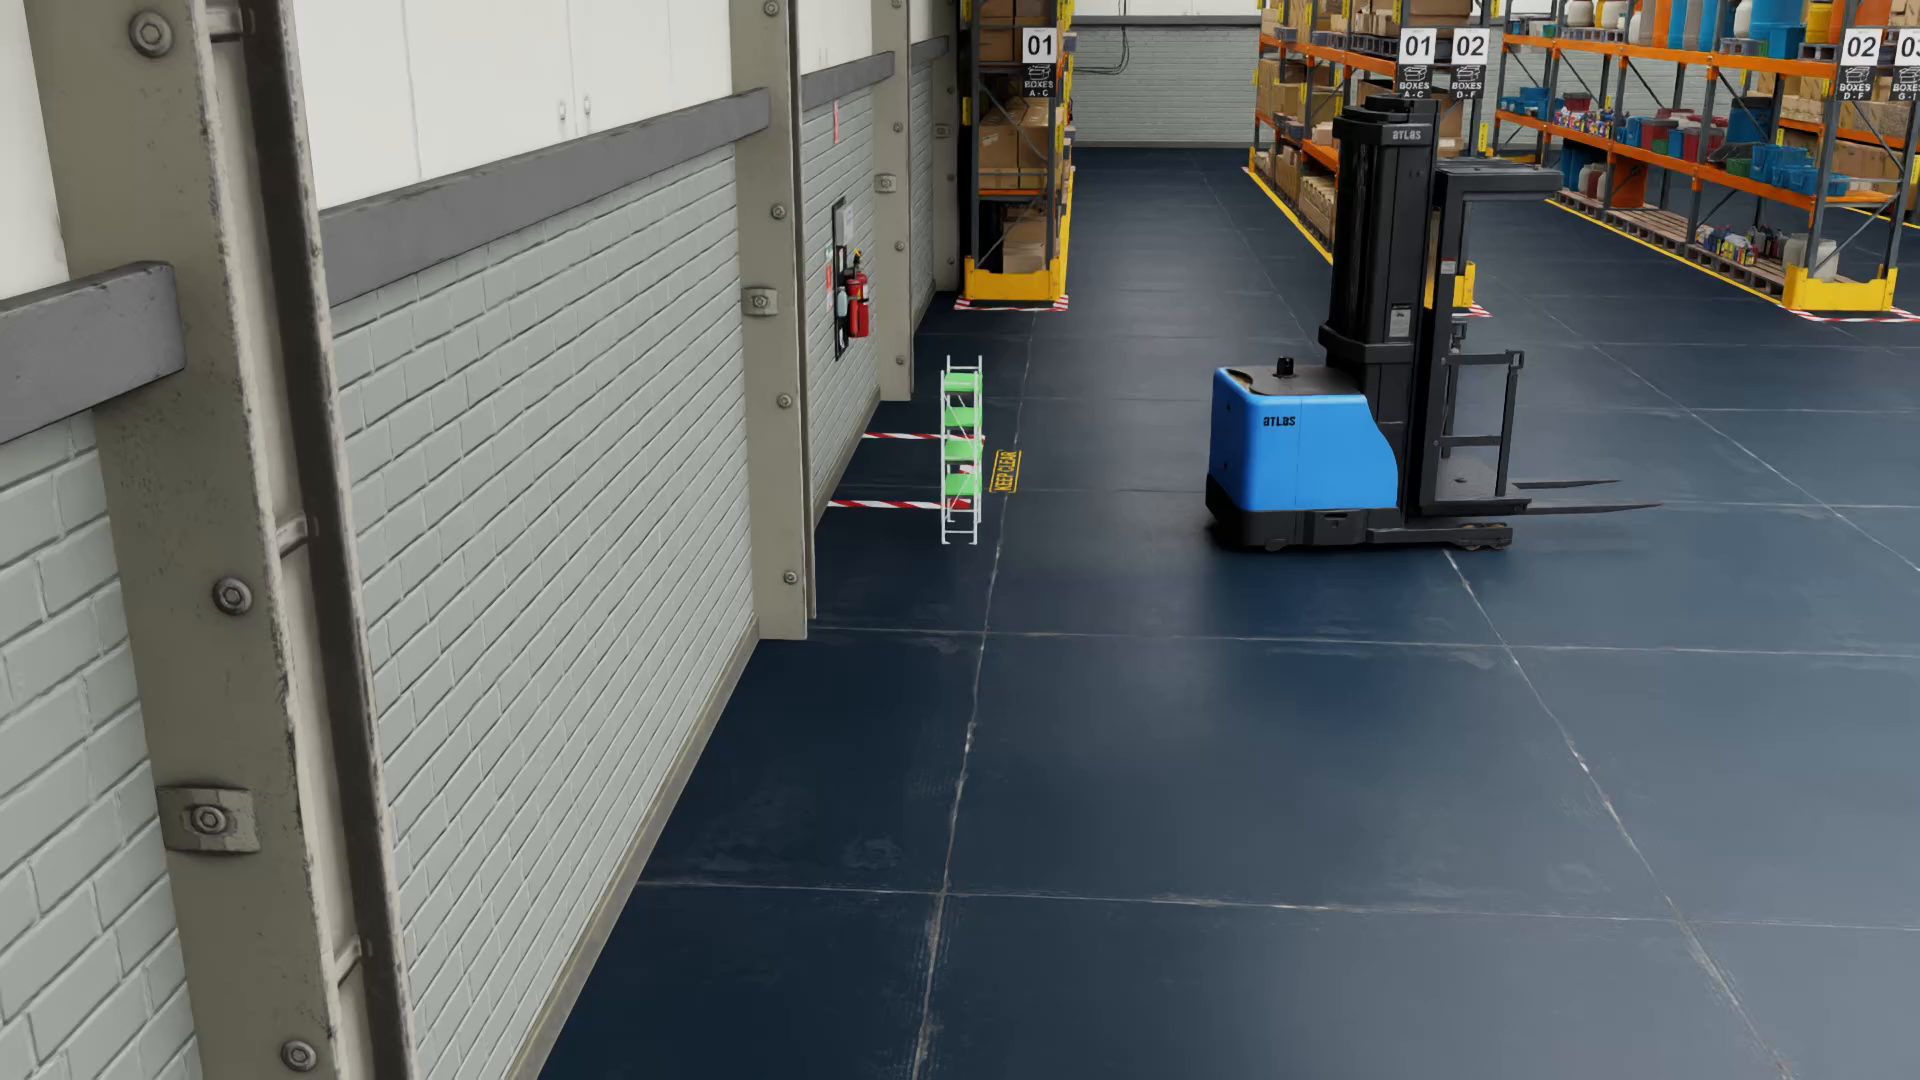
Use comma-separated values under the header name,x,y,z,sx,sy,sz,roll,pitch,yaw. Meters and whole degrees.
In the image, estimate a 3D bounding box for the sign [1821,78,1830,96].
name,x,y,z,sx,sy,sz,roll,pitch,yaw
sign,15.767,-8.257,30.288,0.100,0.325,0.005,1,18,4

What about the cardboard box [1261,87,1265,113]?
name,x,y,z,sx,sy,sz,roll,pitch,yaw
cardboard box,6.361,-8.860,33.486,0.500,0.500,0.500,1,18,4

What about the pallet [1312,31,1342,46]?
name,x,y,z,sx,sy,sz,roll,pitch,yaw
pallet,6.194,-7.899,26.199,1.213,0.211,1.003,2,18,6

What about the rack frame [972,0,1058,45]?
name,x,y,z,sx,sy,sz,roll,pitch,yaw
rack frame,0.639,-7.252,19.103,1.000,3.000,0.127,1,18,4

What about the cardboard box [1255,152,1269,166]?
name,x,y,z,sx,sy,sz,roll,pitch,yaw
cardboard box,6.369,-7.845,34.258,0.500,0.250,0.500,1,18,4

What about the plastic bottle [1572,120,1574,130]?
name,x,y,z,sx,sy,sz,roll,pitch,yaw
plastic bottle,10.865,-7.354,29.369,0.097,0.201,0.097,0,18,0

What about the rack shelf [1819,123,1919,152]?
name,x,y,z,sx,sy,sz,roll,pitch,yaw
rack shelf,16.177,-6.833,28.615,1.077,0.370,4.000,1,18,4

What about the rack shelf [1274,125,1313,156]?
name,x,y,z,sx,sy,sz,roll,pitch,yaw
rack shelf,6.297,-7.056,29.294,1.077,0.370,4.000,1,18,4

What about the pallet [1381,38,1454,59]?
name,x,y,z,sx,sy,sz,roll,pitch,yaw
pallet,5.656,-5.894,19.918,1.003,0.211,1.213,1,18,4

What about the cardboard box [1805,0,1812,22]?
name,x,y,z,sx,sy,sz,roll,pitch,yaw
cardboard box,16.539,-10.087,31.576,0.700,0.500,0.500,2,18,6

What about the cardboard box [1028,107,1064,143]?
name,x,y,z,sx,sy,sz,roll,pitch,yaw
cardboard box,1.200,-5.784,23.263,0.500,0.500,0.500,1,18,4

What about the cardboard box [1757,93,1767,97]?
name,x,y,z,sx,sy,sz,roll,pitch,yaw
cardboard box,16.273,-8.804,33.238,0.500,0.250,0.500,1,18,3

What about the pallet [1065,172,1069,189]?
name,x,y,z,sx,sy,sz,roll,pitch,yaw
pallet,1.631,-7.037,32.561,1.003,0.211,1.213,1,18,4

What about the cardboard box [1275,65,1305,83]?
name,x,y,z,sx,sy,sz,roll,pitch,yaw
cardboard box,6.218,-8.704,31.403,0.500,0.500,0.500,1,18,4

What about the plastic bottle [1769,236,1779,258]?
name,x,y,z,sx,sy,sz,roll,pitch,yaw
plastic bottle,10.889,-3.926,22.243,0.061,0.283,0.133,1,18,4

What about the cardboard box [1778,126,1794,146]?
name,x,y,z,sx,sy,sz,roll,pitch,yaw
cardboard box,16.576,-7.745,32.981,0.875,0.875,0.875,1,18,4

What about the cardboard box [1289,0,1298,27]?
name,x,y,z,sx,sy,sz,roll,pitch,yaw
cardboard box,6.330,-9.584,30.041,0.600,0.600,0.600,0,18,-1

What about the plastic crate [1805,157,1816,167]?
name,x,y,z,sx,sy,sz,roll,pitch,yaw
plastic crate,10.998,-5.002,22.109,0.499,0.251,0.616,1,18,4

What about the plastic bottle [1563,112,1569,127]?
name,x,y,z,sx,sy,sz,roll,pitch,yaw
plastic bottle,10.905,-7.561,29.889,0.097,0.271,0.097,0,18,0

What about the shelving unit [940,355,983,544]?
name,x,y,z,sx,sy,sz,roll,pitch,yaw
shelving unit,0.012,-0.622,11.393,0.258,1.200,0.503,1,18,4

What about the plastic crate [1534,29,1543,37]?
name,x,y,z,sx,sy,sz,roll,pitch,yaw
plastic crate,11.092,-9.610,31.542,0.293,0.136,0.466,1,18,4

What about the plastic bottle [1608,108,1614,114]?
name,x,y,z,sx,sy,sz,roll,pitch,yaw
plastic bottle,11.628,-7.533,29.675,0.144,0.351,0.185,1,18,4

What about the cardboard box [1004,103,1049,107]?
name,x,y,z,sx,sy,sz,roll,pitch,yaw
cardboard box,1.043,-6.231,24.754,0.700,0.500,0.500,3,18,10

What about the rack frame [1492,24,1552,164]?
name,x,y,z,sx,sy,sz,roll,pitch,yaw
rack frame,11.667,-9.149,34.528,1.000,3.000,0.127,1,18,4

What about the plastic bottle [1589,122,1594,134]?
name,x,y,z,sx,sy,sz,roll,pitch,yaw
plastic bottle,10.789,-7.024,28.361,0.097,0.201,0.097,0,18,0

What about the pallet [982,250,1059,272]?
name,x,y,z,sx,sy,sz,roll,pitch,yaw
pallet,0.828,-3.729,22.464,1.003,0.211,1.213,1,18,4

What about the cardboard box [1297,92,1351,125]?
name,x,y,z,sx,sy,sz,roll,pitch,yaw
cardboard box,6.086,-7.221,27.810,0.700,0.500,0.500,-5,19,-15

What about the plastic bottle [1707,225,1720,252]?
name,x,y,z,sx,sy,sz,roll,pitch,yaw
plastic bottle,10.335,-4.131,22.761,0.144,0.351,0.185,2,18,5

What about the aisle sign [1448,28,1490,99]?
name,x,y,z,sx,sy,sz,roll,pitch,yaw
aisle sign,5.881,-5.500,19.215,0.394,0.787,0.004,1,18,4

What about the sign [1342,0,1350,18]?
name,x,y,z,sx,sy,sz,roll,pitch,yaw
sign,5.325,-7.364,22.926,0.100,0.325,0.005,1,18,4

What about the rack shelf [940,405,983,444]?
name,x,y,z,sx,sy,sz,roll,pitch,yaw
rack shelf,0.012,-0.789,11.338,0.258,0.148,0.480,1,18,4

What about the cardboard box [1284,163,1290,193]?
name,x,y,z,sx,sy,sz,roll,pitch,yaw
cardboard box,6.055,-6.417,29.497,0.500,0.500,0.500,1,18,2

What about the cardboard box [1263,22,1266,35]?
name,x,y,z,sx,sy,sz,roll,pitch,yaw
cardboard box,6.388,-10.306,33.482,0.500,0.250,0.500,1,18,4

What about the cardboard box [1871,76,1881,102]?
name,x,y,z,sx,sy,sz,roll,pitch,yaw
cardboard box,16.222,-7.909,28.971,0.797,0.503,0.637,1,18,5

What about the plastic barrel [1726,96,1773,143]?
name,x,y,z,sx,sy,sz,roll,pitch,yaw
plastic barrel,11.137,-5.774,23.421,0.600,0.901,0.708,1,18,4

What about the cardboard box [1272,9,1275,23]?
name,x,y,z,sx,sy,sz,roll,pitch,yaw
cardboard box,6.281,-10.078,31.983,0.500,0.250,0.500,1,18,4

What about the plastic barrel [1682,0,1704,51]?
name,x,y,z,sx,sy,sz,roll,pitch,yaw
plastic barrel,10.674,-7.452,23.725,0.600,0.901,0.600,0,18,0

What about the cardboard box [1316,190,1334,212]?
name,x,y,z,sx,sy,sz,roll,pitch,yaw
cardboard box,5.679,-5.142,25.140,0.500,0.311,0.500,1,18,4

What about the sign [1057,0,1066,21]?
name,x,y,z,sx,sy,sz,roll,pitch,yaw
sign,1.180,-6.230,19.397,0.100,0.325,0.005,1,18,4

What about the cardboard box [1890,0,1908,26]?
name,x,y,z,sx,sy,sz,roll,pitch,yaw
cardboard box,16.159,-8.863,27.997,0.797,0.503,0.637,1,18,3

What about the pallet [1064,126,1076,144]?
name,x,y,z,sx,sy,sz,roll,pitch,yaw
pallet,1.267,-6.571,26.967,1.213,0.211,1.003,1,18,4

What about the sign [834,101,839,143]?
name,x,y,z,sx,sy,sz,roll,pitch,yaw
sign,-0.919,-3.109,12.371,0.001,0.298,0.199,1,18,4

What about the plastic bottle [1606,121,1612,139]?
name,x,y,z,sx,sy,sz,roll,pitch,yaw
plastic bottle,10.697,-6.744,27.376,0.061,0.283,0.133,1,18,4

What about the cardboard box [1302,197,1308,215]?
name,x,y,z,sx,sy,sz,roll,pitch,yaw
cardboard box,5.788,-5.357,26.696,0.500,0.250,0.500,1,18,2

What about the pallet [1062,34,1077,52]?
name,x,y,z,sx,sy,sz,roll,pitch,yaw
pallet,1.076,-7.169,23.969,1.213,0.211,1.003,1,18,4

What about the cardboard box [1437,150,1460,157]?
name,x,y,z,sx,sy,sz,roll,pitch,yaw
cardboard box,5.626,-4.484,20.129,0.700,0.500,0.500,1,18,4

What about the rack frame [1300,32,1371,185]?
name,x,y,z,sx,sy,sz,roll,pitch,yaw
rack frame,6.153,-6.776,27.286,1.000,3.000,0.127,1,18,4

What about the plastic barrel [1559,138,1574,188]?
name,x,y,z,sx,sy,sz,roll,pitch,yaw
plastic barrel,11.324,-6.941,30.483,0.600,0.901,0.708,1,18,4

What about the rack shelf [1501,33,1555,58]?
name,x,y,z,sx,sy,sz,roll,pitch,yaw
rack shelf,11.524,-9.612,32.277,1.077,0.370,4.000,1,18,4

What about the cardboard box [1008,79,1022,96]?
name,x,y,z,sx,sy,sz,roll,pitch,yaw
cardboard box,0.986,-7.587,27.886,0.500,0.250,0.500,2,18,5

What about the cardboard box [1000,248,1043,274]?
name,x,y,z,sx,sy,sz,roll,pitch,yaw
cardboard box,0.778,-3.545,21.037,0.500,0.311,0.500,-1,18,-2

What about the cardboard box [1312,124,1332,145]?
name,x,y,z,sx,sy,sz,roll,pitch,yaw
cardboard box,5.896,-6.460,26.465,0.500,0.311,0.500,1,18,3

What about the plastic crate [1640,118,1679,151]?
name,x,y,z,sx,sy,sz,roll,pitch,yaw
plastic crate,10.673,-6.200,25.424,0.402,0.464,0.583,1,18,4

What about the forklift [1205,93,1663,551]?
name,x,y,z,sx,sy,sz,roll,pitch,yaw
forklift,3.313,-1.488,11.258,3.031,2.935,1.130,-2,18,-5
